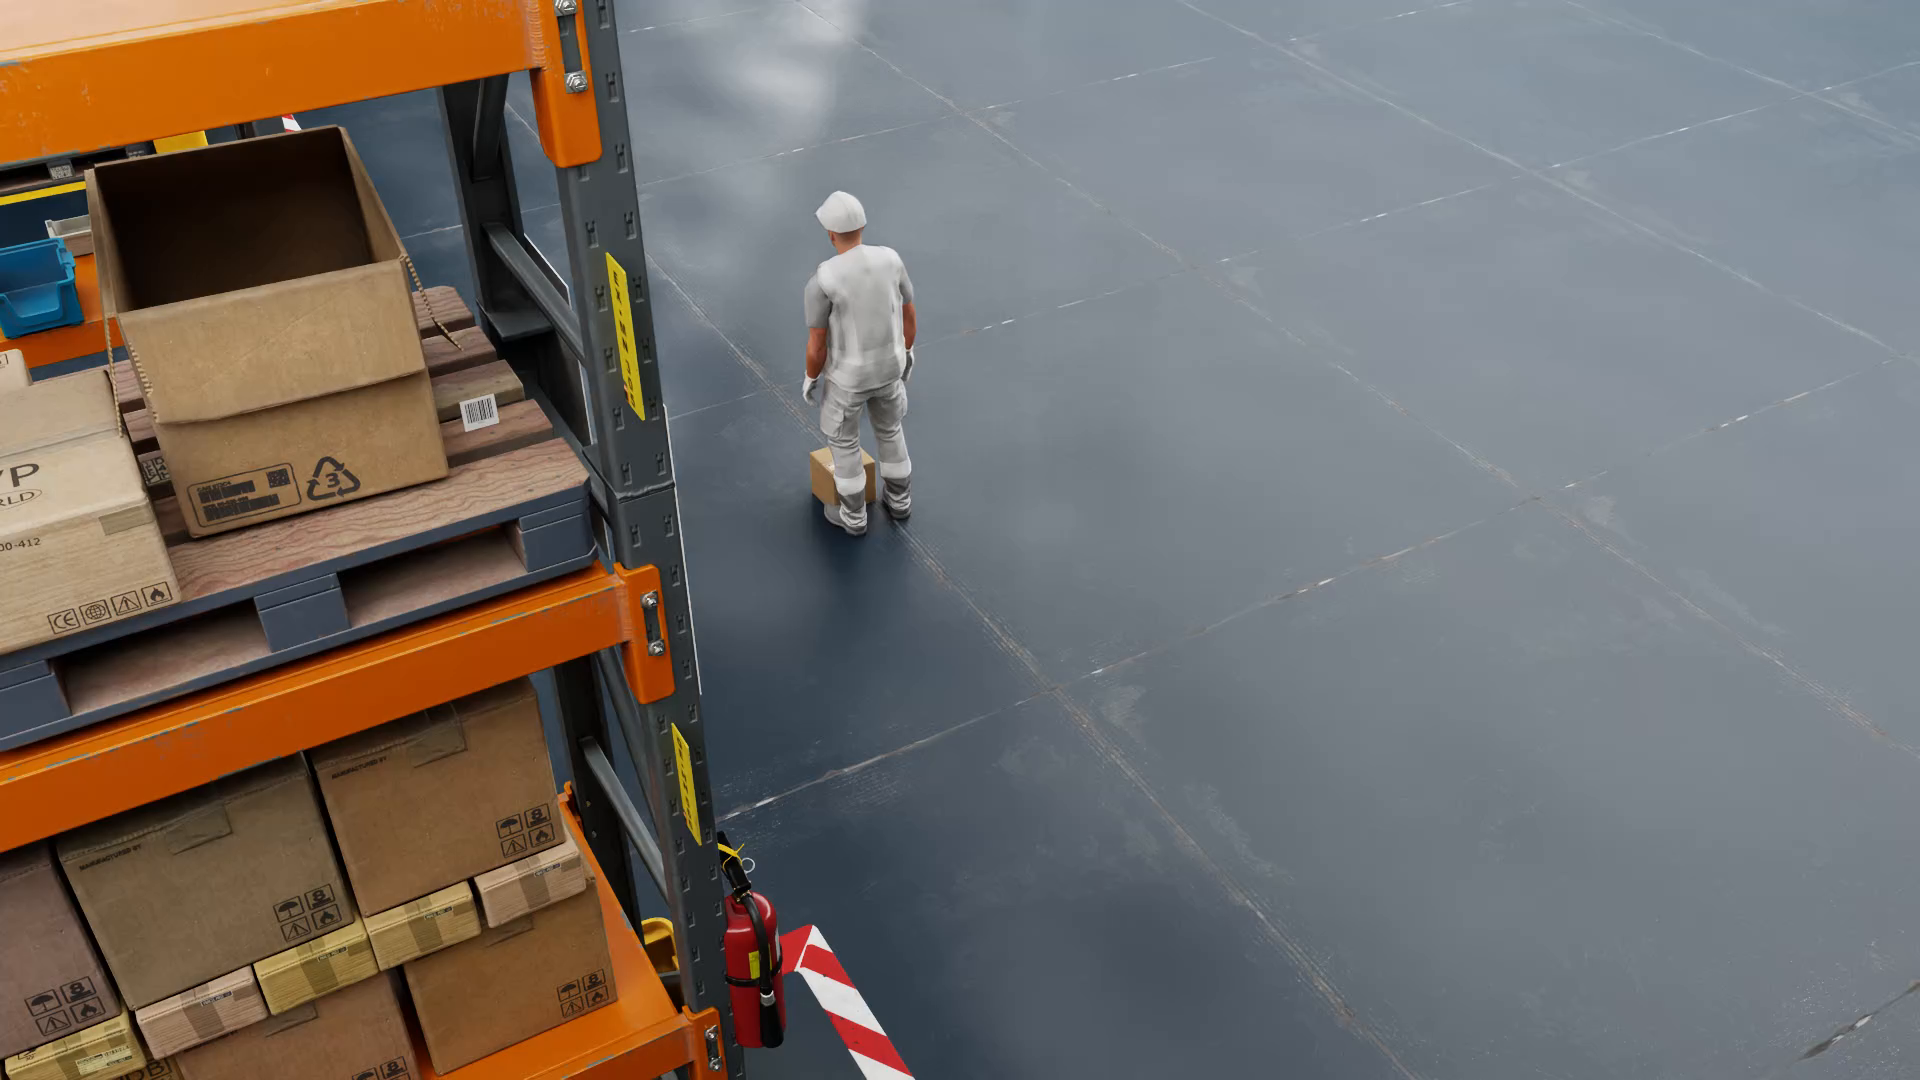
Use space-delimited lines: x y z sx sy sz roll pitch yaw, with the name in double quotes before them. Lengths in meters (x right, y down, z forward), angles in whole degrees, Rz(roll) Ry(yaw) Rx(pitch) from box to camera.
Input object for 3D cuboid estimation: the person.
"person" -0.485 -0.831 8.040 0.609 1.779 0.454 -19 41 -24
